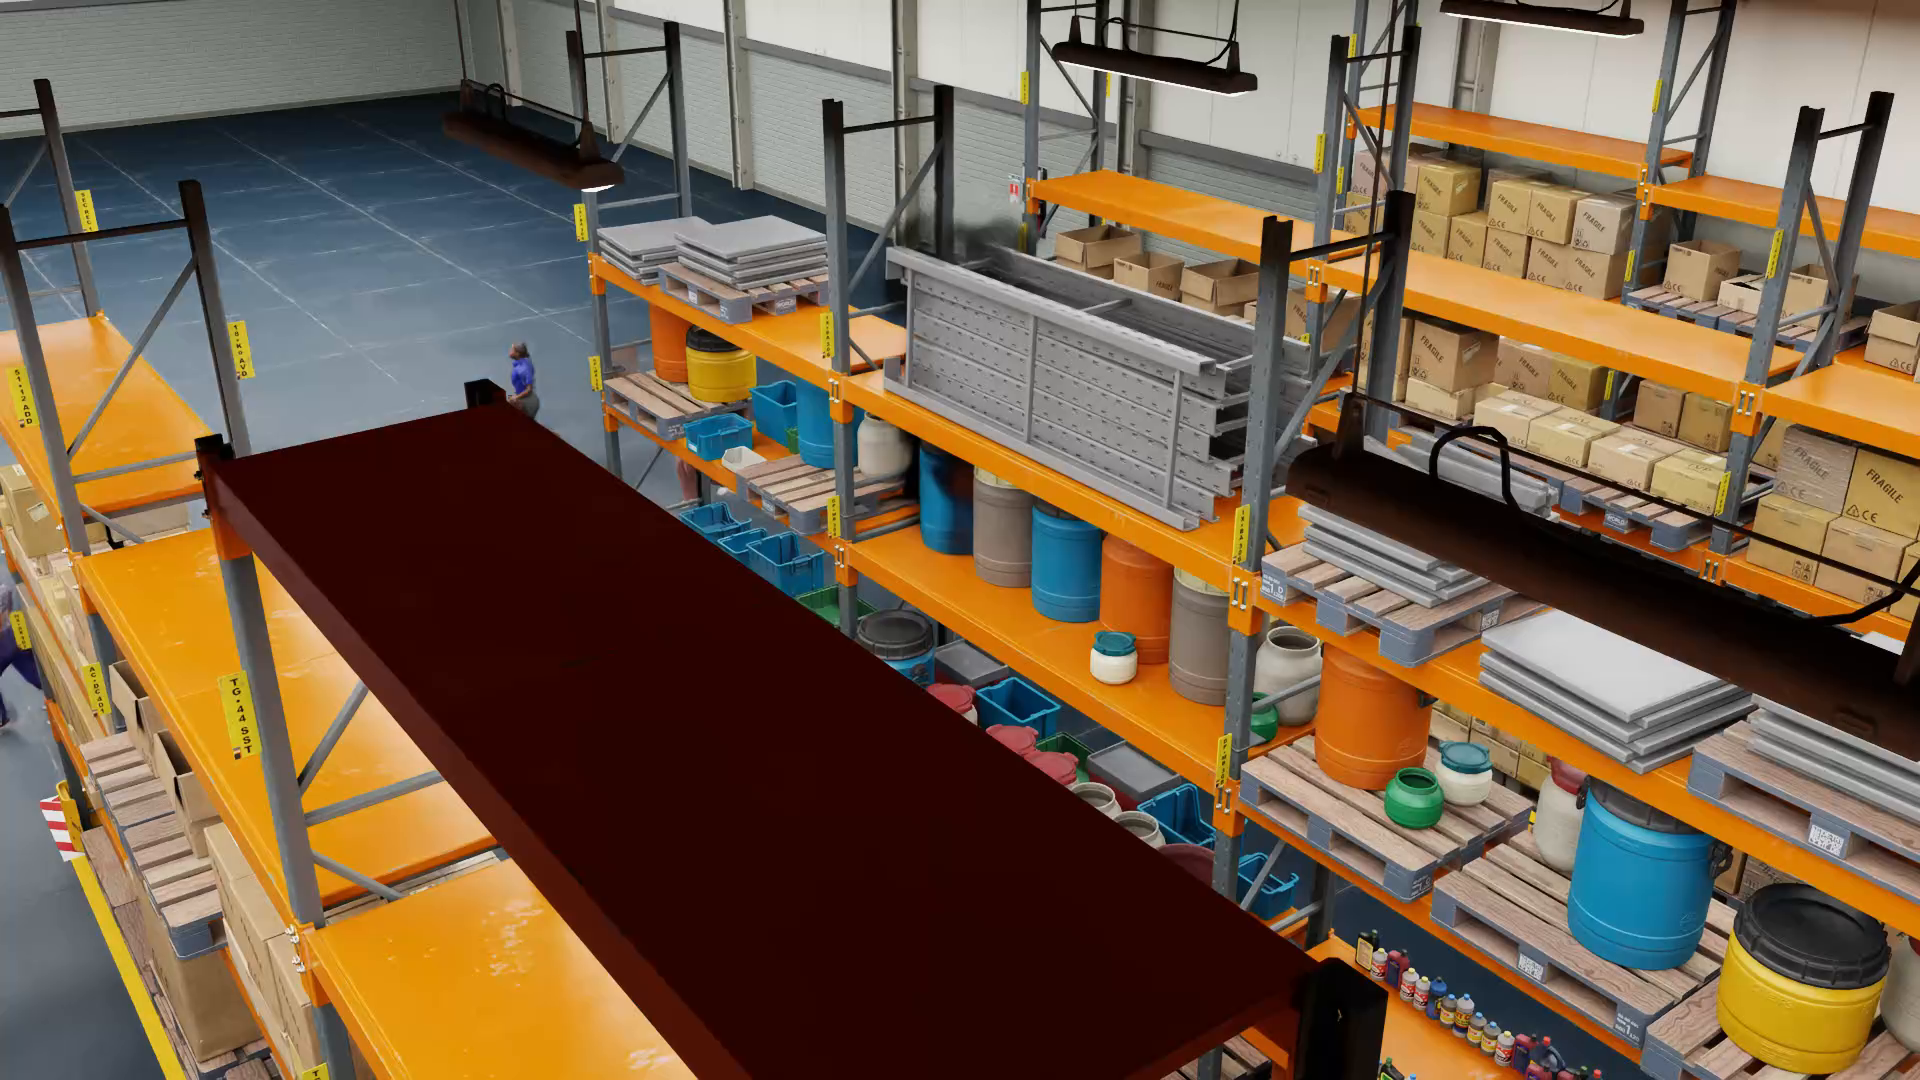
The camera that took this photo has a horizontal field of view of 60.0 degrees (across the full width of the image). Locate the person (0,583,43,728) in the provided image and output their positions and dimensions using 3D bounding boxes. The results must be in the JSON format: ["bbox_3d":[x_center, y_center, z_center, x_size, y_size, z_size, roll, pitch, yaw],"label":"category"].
[{"bbox_3d":[-8.500,1.000,14.888,0.881,1.697,0.610,2,25,4],"label":"person"}]

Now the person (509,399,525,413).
[{"bbox_3d":[-4.949,-0.840,18.895,0.620,1.600,0.565,-3,25,-6],"label":"person"}]

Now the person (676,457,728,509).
[{"bbox_3d":[-3.036,-1.148,19.530,0.733,1.672,0.586,-2,25,-5],"label":"person"}]

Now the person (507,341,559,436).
[{"bbox_3d":[-5.353,-1.691,20.746,0.609,1.631,0.576,-6,25,-13],"label":"person"}]
